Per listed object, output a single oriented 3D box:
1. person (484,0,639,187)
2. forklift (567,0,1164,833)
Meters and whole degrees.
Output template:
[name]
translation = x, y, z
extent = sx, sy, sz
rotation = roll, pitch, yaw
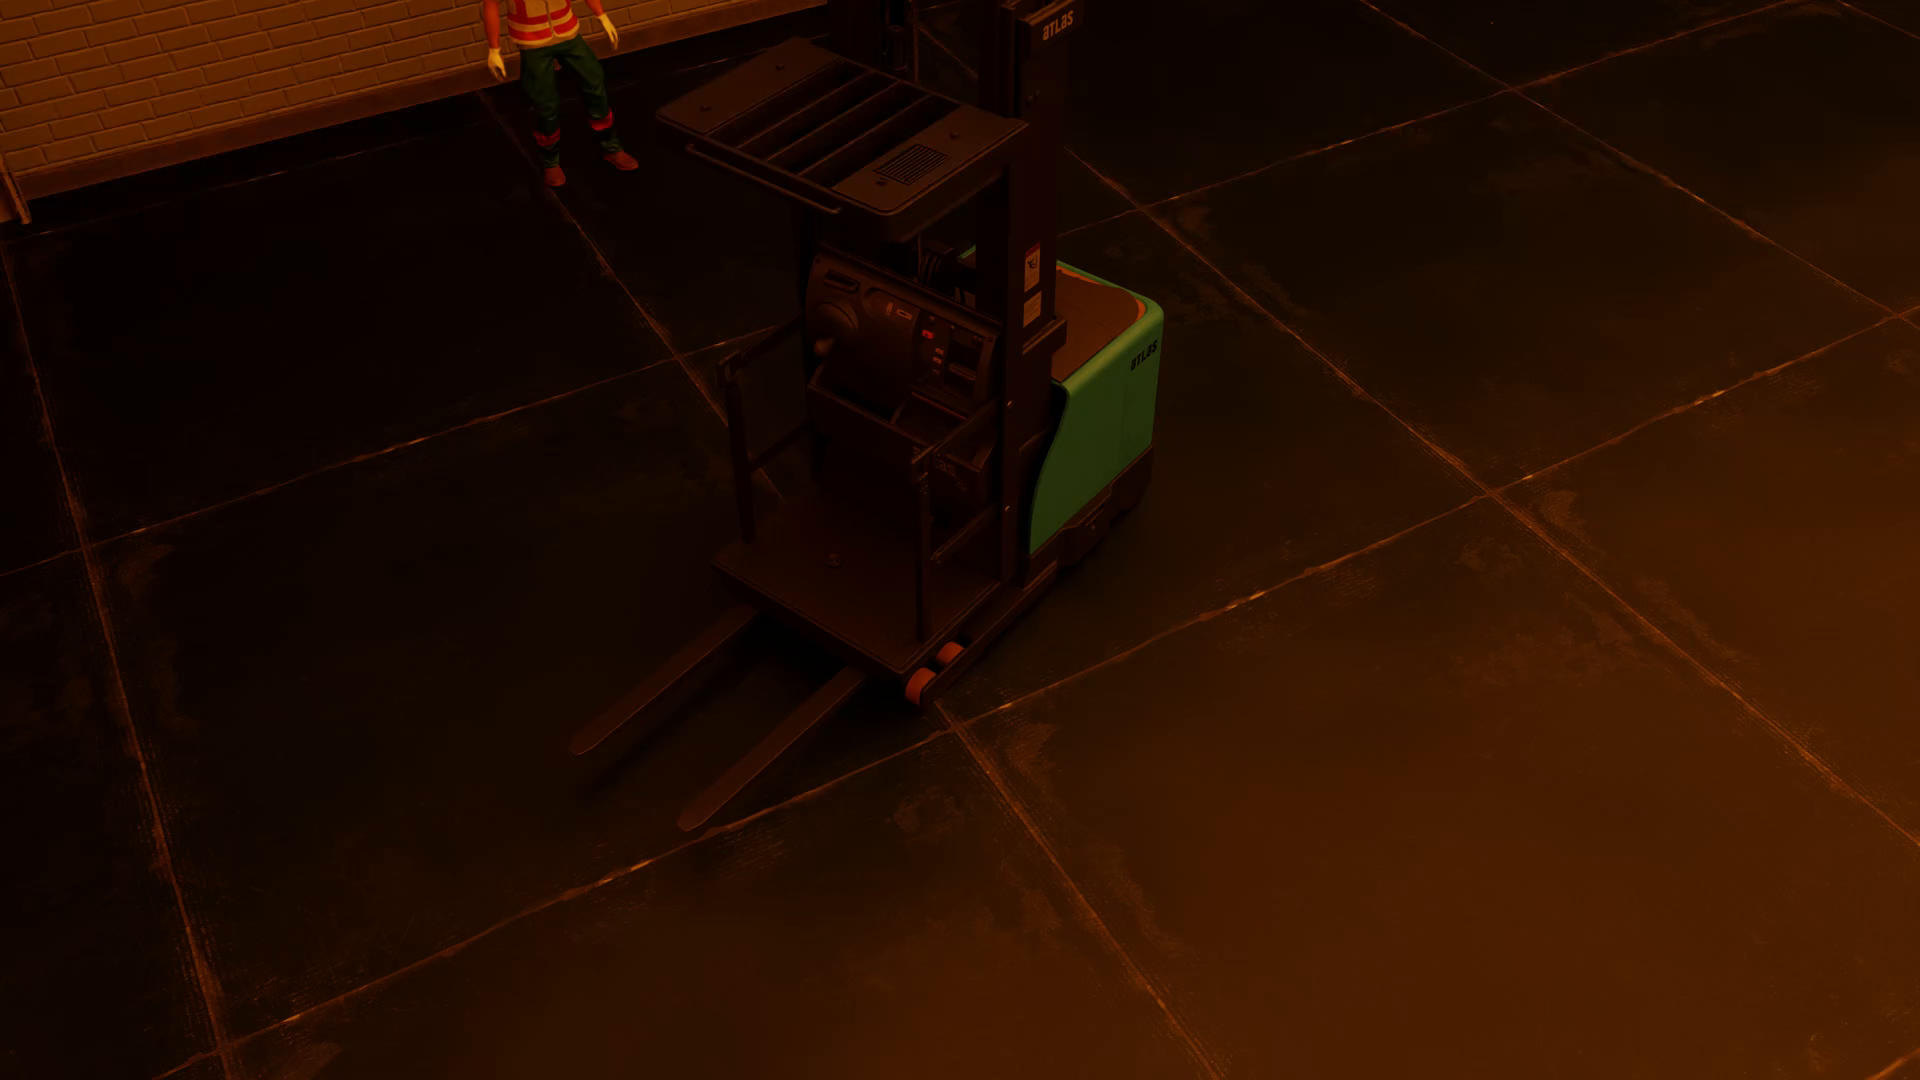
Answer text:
[person]
translation = -2.380, -2.909, 9.696
extent = 0.771, 1.763, 0.419
rotation = -26, 49, -25
[forklift]
translation = -0.375, -0.749, 6.505
extent = 1.130, 2.935, 3.031
rotation = 28, 50, 27
